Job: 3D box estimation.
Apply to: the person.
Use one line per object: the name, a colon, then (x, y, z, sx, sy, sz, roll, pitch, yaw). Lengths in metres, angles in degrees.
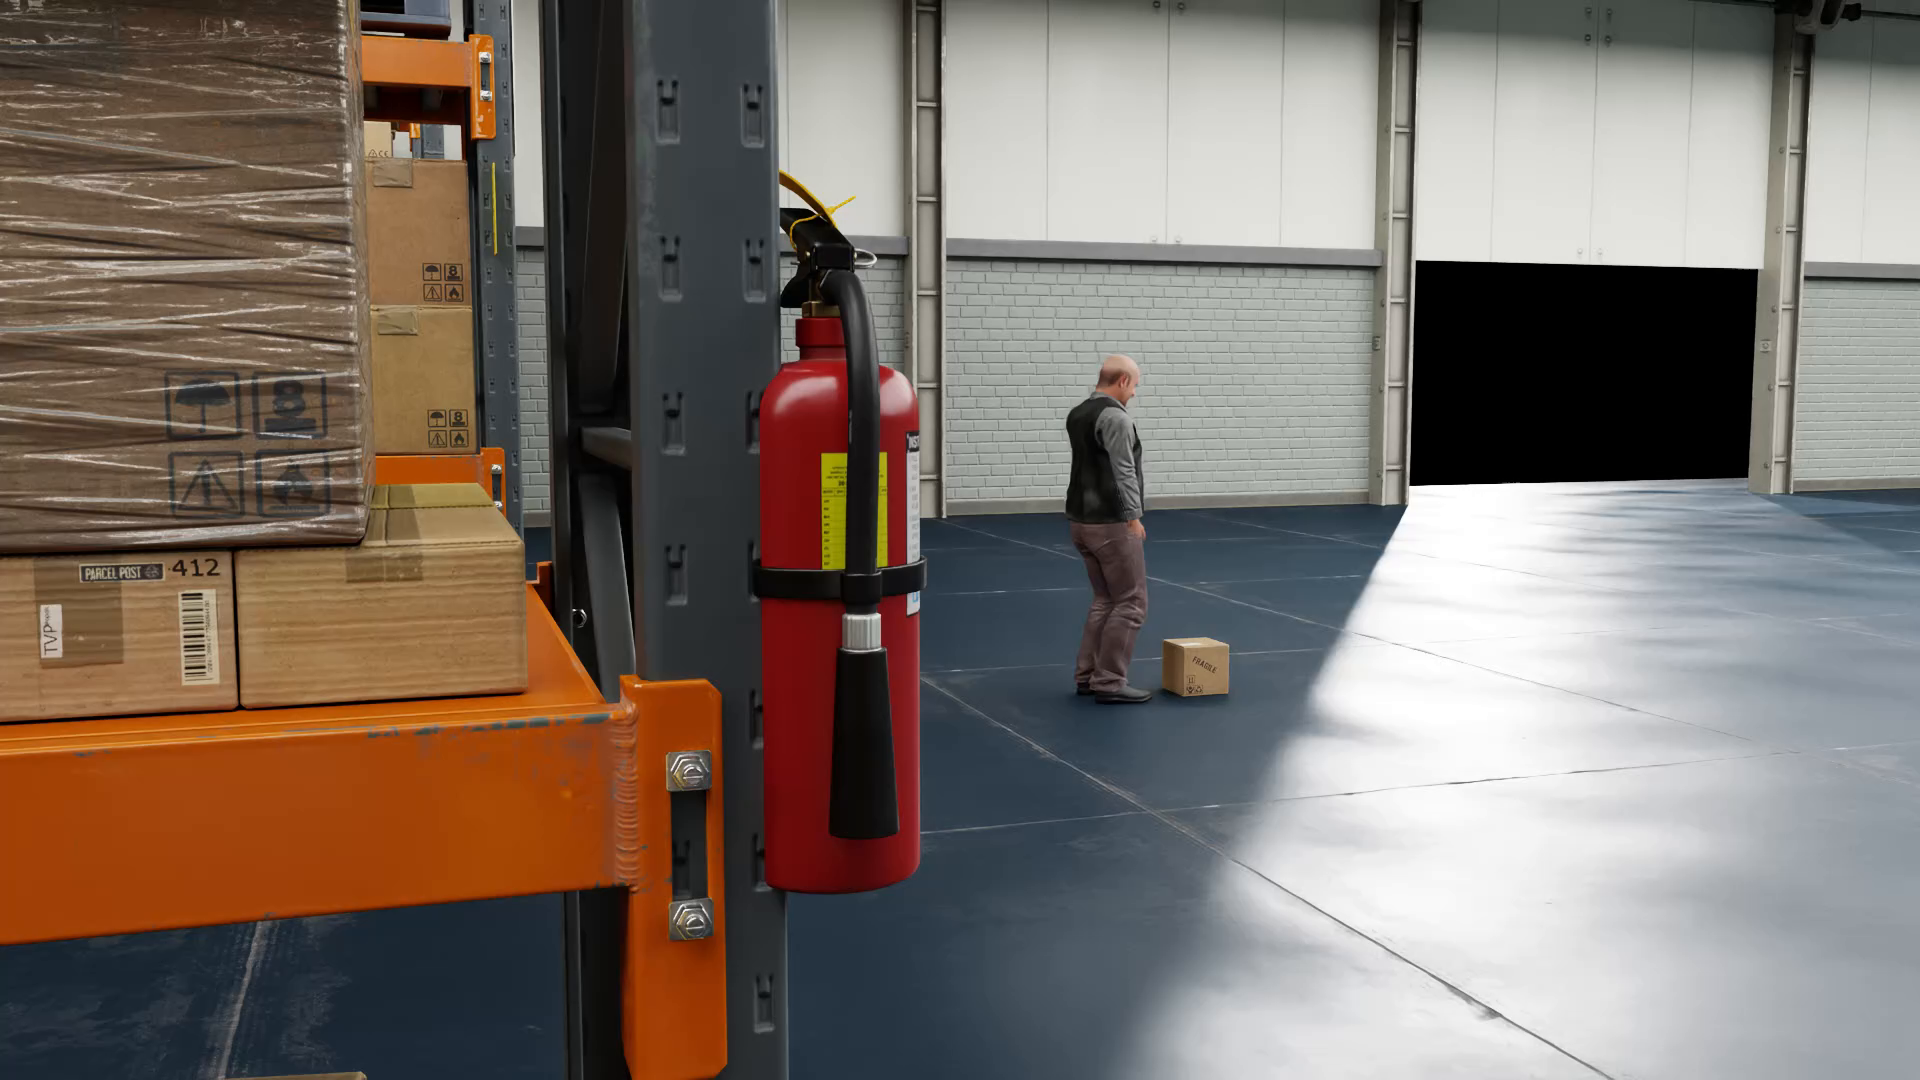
person: (0.721, -0.060, 8.212, 0.378, 1.698, 0.546, -2, 6, -17)
